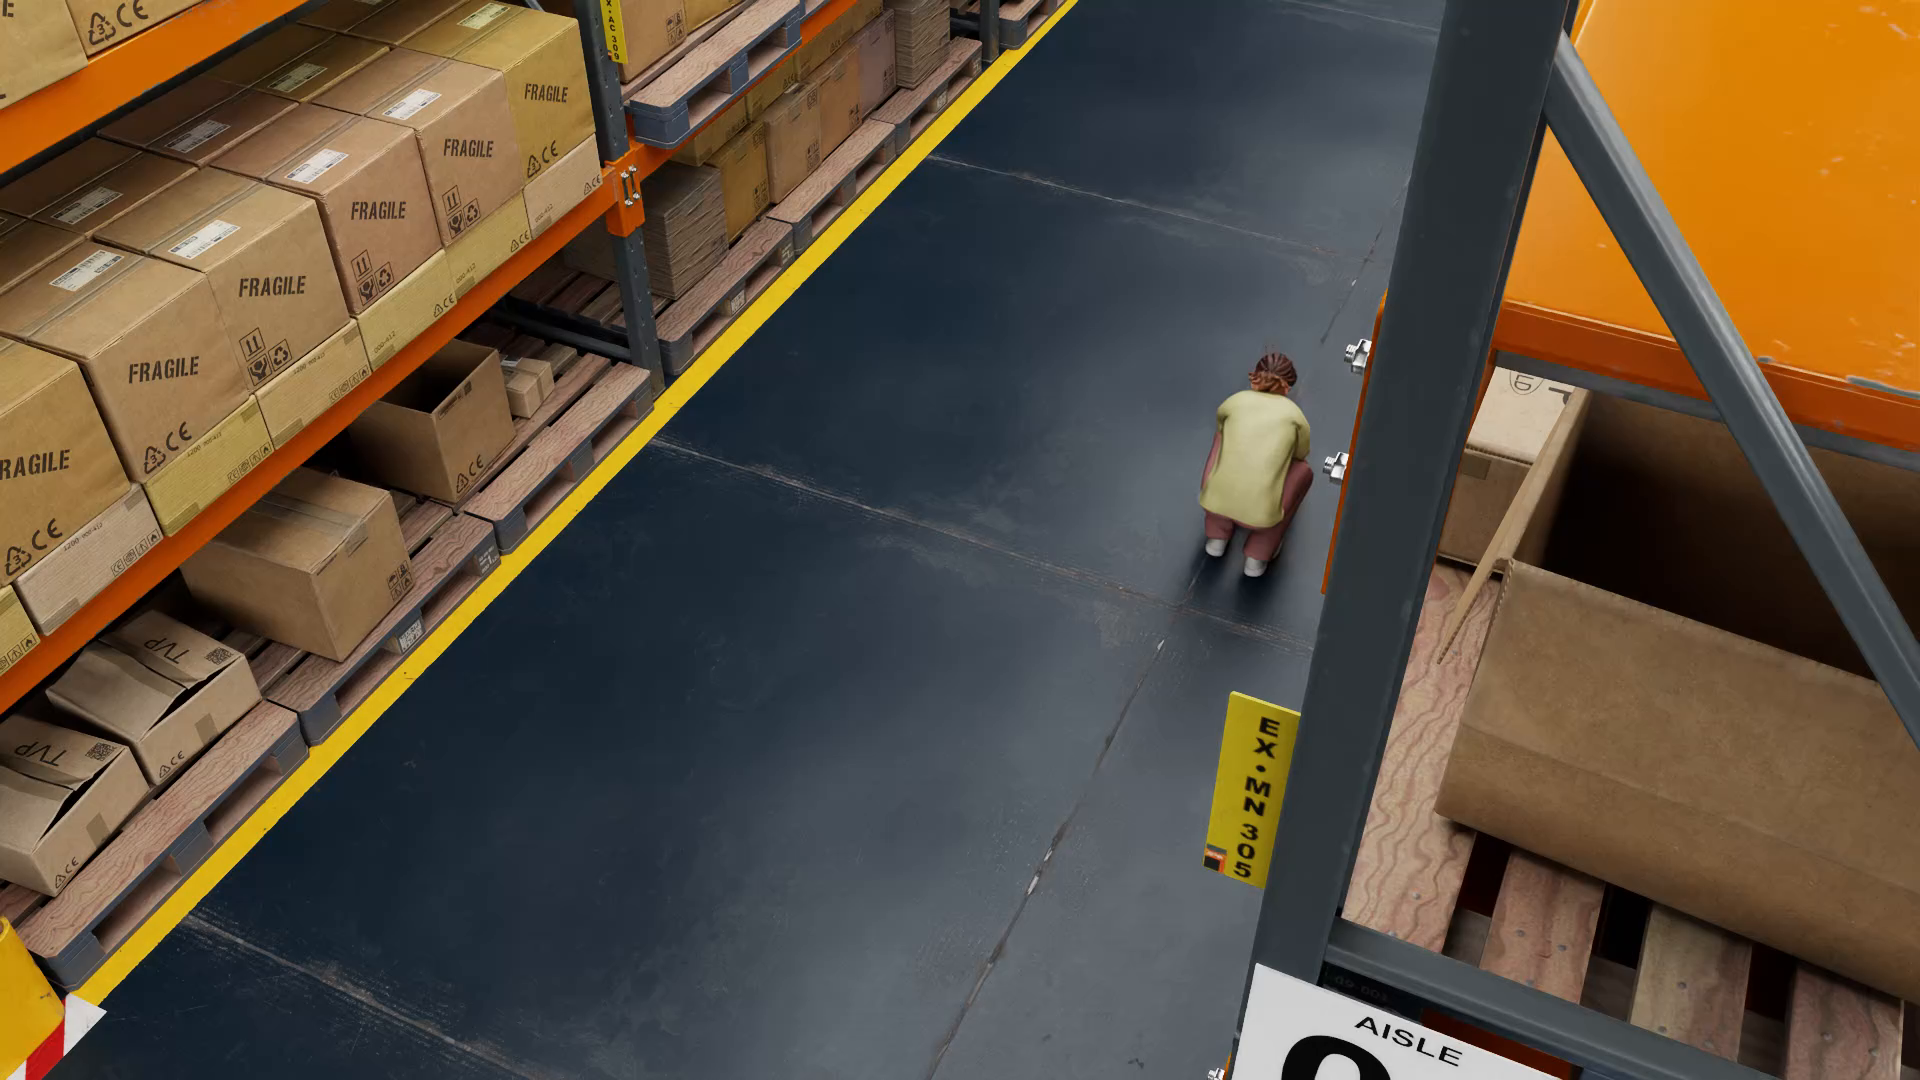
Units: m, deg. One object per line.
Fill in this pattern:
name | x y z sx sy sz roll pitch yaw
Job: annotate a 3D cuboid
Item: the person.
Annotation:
person | 1.289 -0.294 7.253 0.465 0.791 0.835 17 45 18
